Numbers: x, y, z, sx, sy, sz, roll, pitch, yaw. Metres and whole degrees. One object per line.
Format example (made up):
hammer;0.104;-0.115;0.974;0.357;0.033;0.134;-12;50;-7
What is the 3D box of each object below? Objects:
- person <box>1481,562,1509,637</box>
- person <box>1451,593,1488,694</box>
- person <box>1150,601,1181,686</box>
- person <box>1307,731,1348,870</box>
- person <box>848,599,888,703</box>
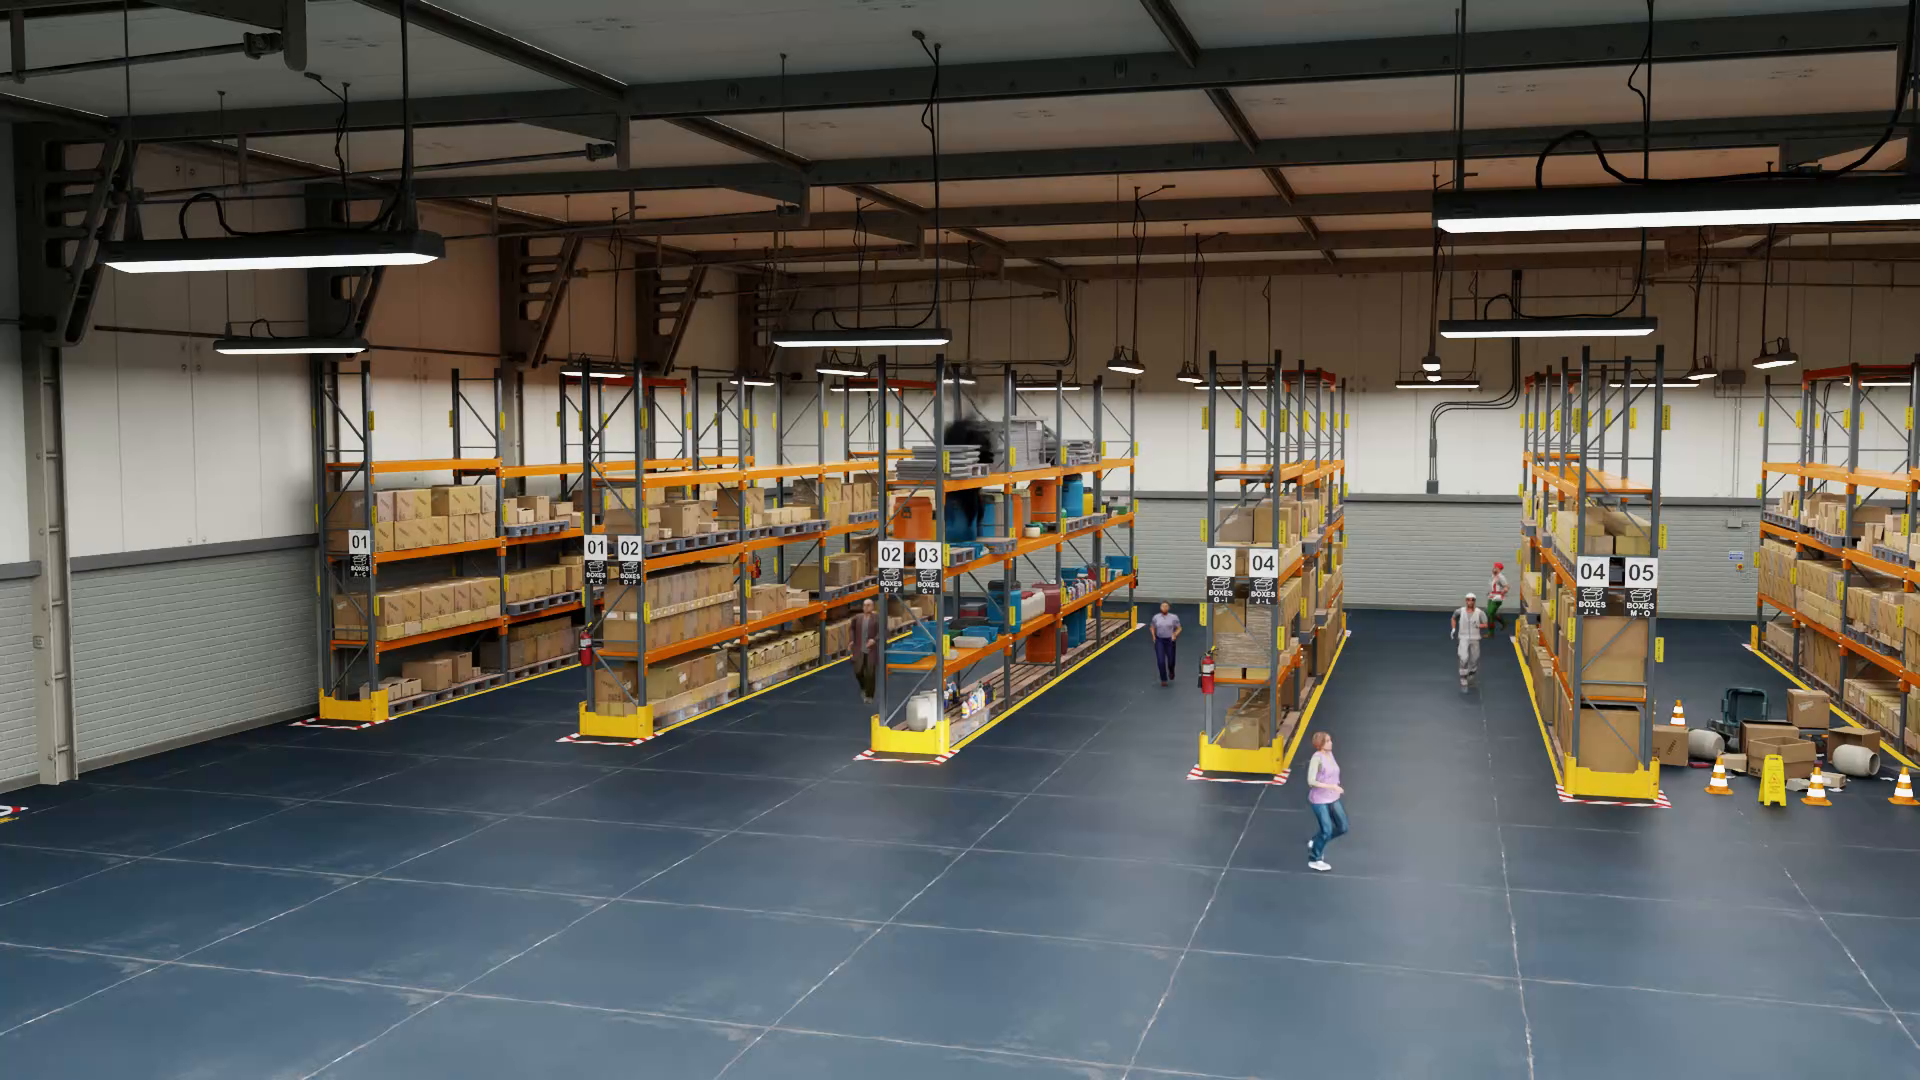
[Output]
person;12.502;1.400;38.561;0.704;1.789;0.708;-1;4;-10
person;9.443;1.891;30.844;0.649;1.837;0.835;1;4;12
person;3.889;1.957;31.531;0.594;1.590;0.556;1;4;11
person;4.086;2.906;18.463;0.536;1.543;0.524;4;6;44
person;-1.568;1.861;27.727;0.704;1.744;0.599;1;4;11
